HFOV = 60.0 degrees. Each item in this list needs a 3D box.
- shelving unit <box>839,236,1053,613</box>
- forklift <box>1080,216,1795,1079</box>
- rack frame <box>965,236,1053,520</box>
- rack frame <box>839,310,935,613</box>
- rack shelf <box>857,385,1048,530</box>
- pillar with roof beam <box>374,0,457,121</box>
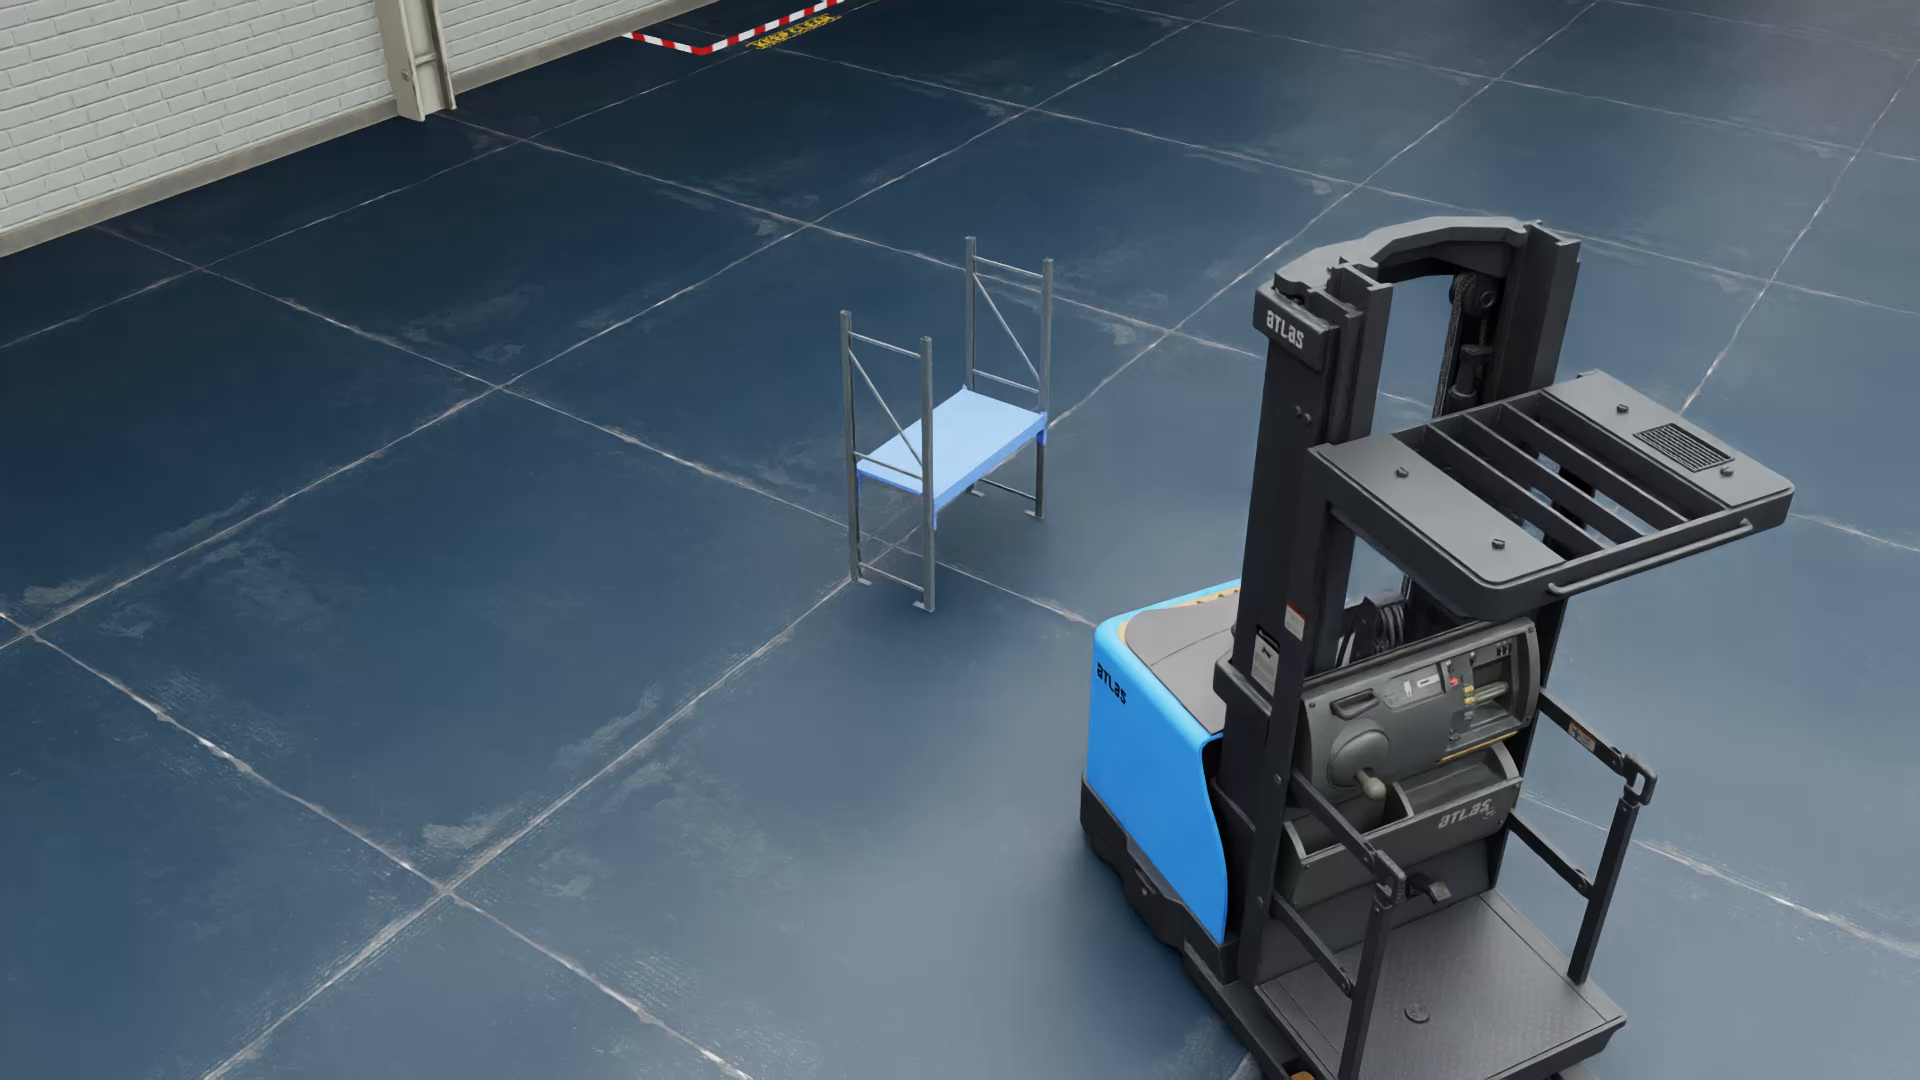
[{"bbox_3d":[-0.049,-0.582,8.272,0.538,1.500,1.048,21,39,28],"label":"shelving unit"},{"bbox_3d":[1.599,0.612,5.229,1.130,2.935,3.031,-15,37,-21],"label":"forklift"},{"bbox_3d":[0.241,-0.816,8.618,0.500,1.500,0.032,21,39,28],"label":"rack frame"},{"bbox_3d":[-0.338,-0.348,7.926,0.500,1.500,0.032,21,39,28],"label":"rack frame"},{"bbox_3d":[-0.049,-0.433,8.373,0.538,0.185,1.000,21,39,28],"label":"rack shelf"},{"bbox_3d":[-0.998,-5.999,9.588,9.100,9.000,0.400,21,39,28],"label":"pillar with roof beam"}]
